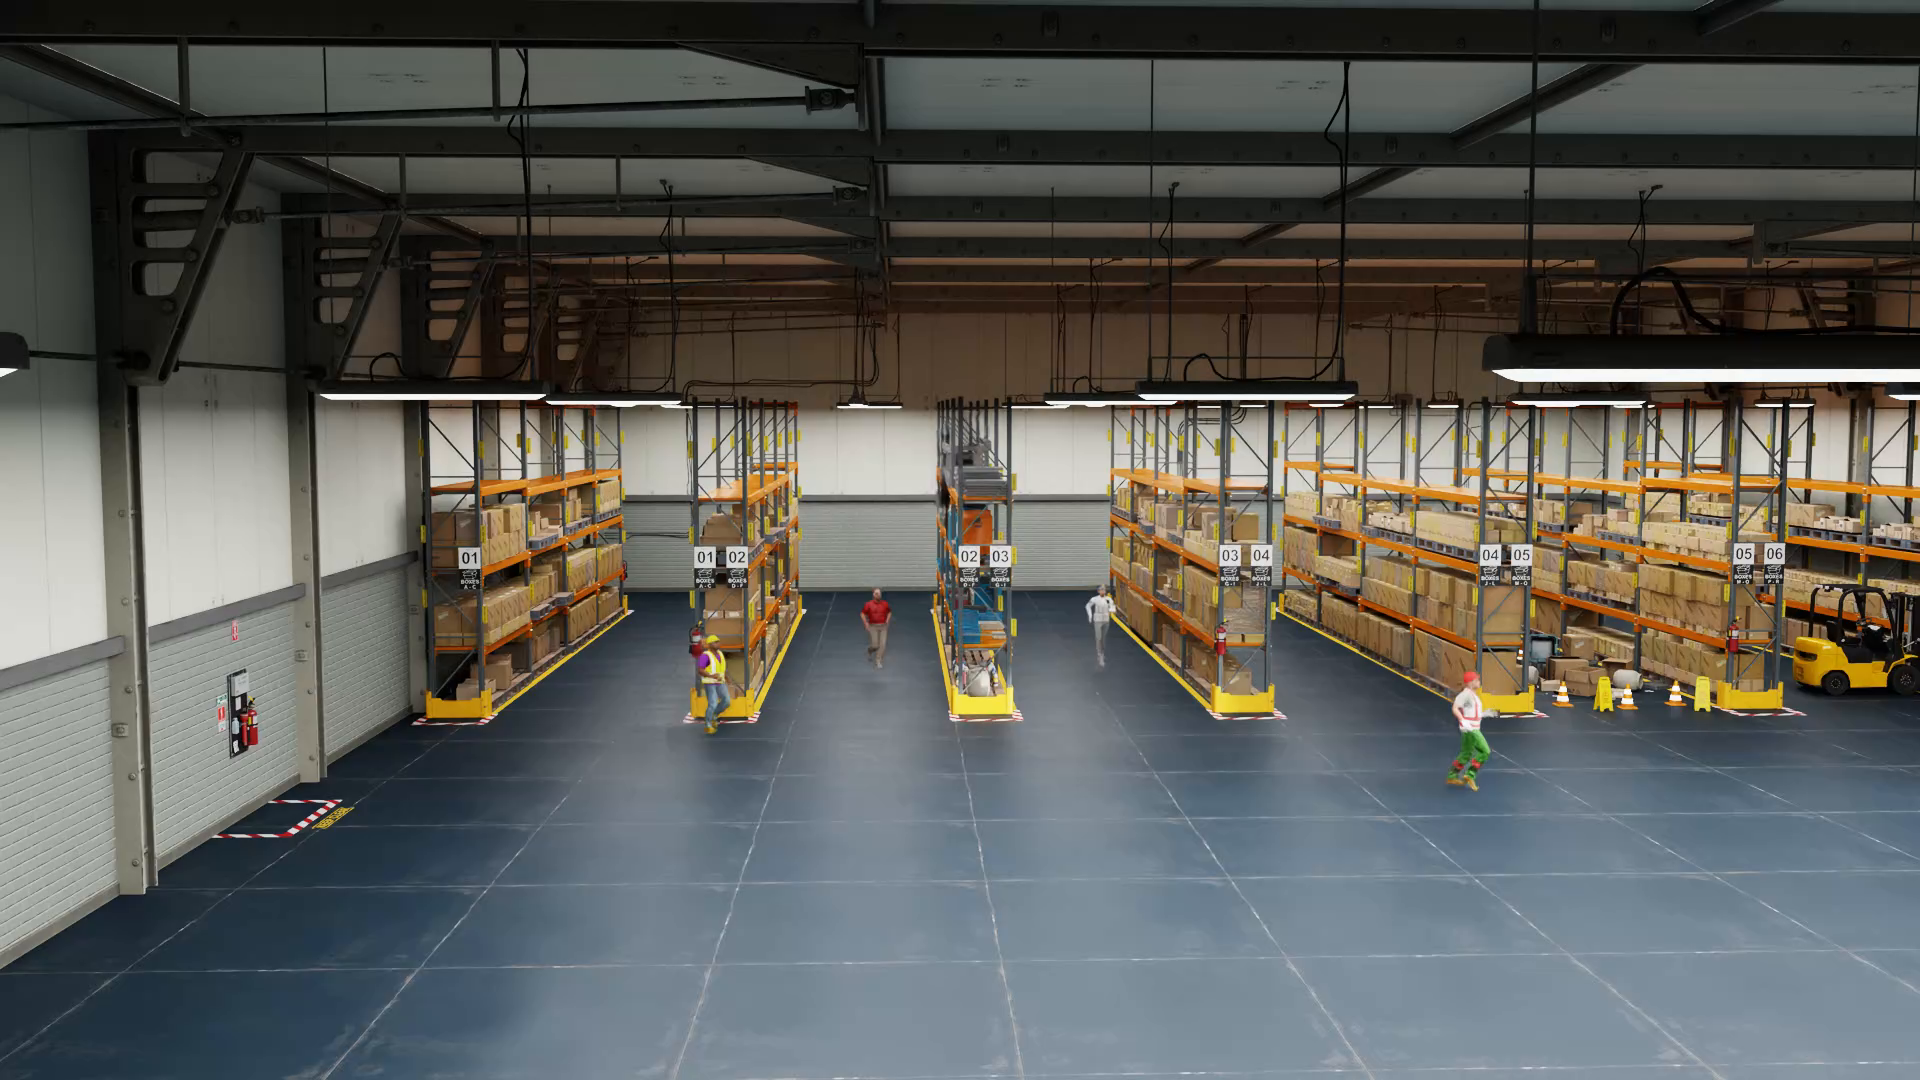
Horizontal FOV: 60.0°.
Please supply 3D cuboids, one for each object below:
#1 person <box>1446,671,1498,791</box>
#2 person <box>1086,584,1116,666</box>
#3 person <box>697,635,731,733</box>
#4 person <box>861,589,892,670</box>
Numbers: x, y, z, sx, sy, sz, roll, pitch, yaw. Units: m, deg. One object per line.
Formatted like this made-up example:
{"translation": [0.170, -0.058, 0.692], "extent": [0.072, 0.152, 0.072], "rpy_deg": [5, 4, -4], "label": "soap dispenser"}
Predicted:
{"translation": [7.757, 2.892, 25.193], "extent": [0.721, 1.804, 0.632], "rpy_deg": [2, 5, 20], "label": "person"}
{"translation": [3.063, 1.802, 35.857], "extent": [0.596, 1.742, 0.792], "rpy_deg": [-1, 4, -10], "label": "person"}
{"translation": [-4.363, 2.566, 29.702], "extent": [0.588, 1.738, 0.747], "rpy_deg": [4, 6, 39], "label": "person"}
{"translation": [-1.752, 1.878, 35.181], "extent": [0.664, 1.694, 0.602], "rpy_deg": [-1, 5, -18], "label": "person"}
